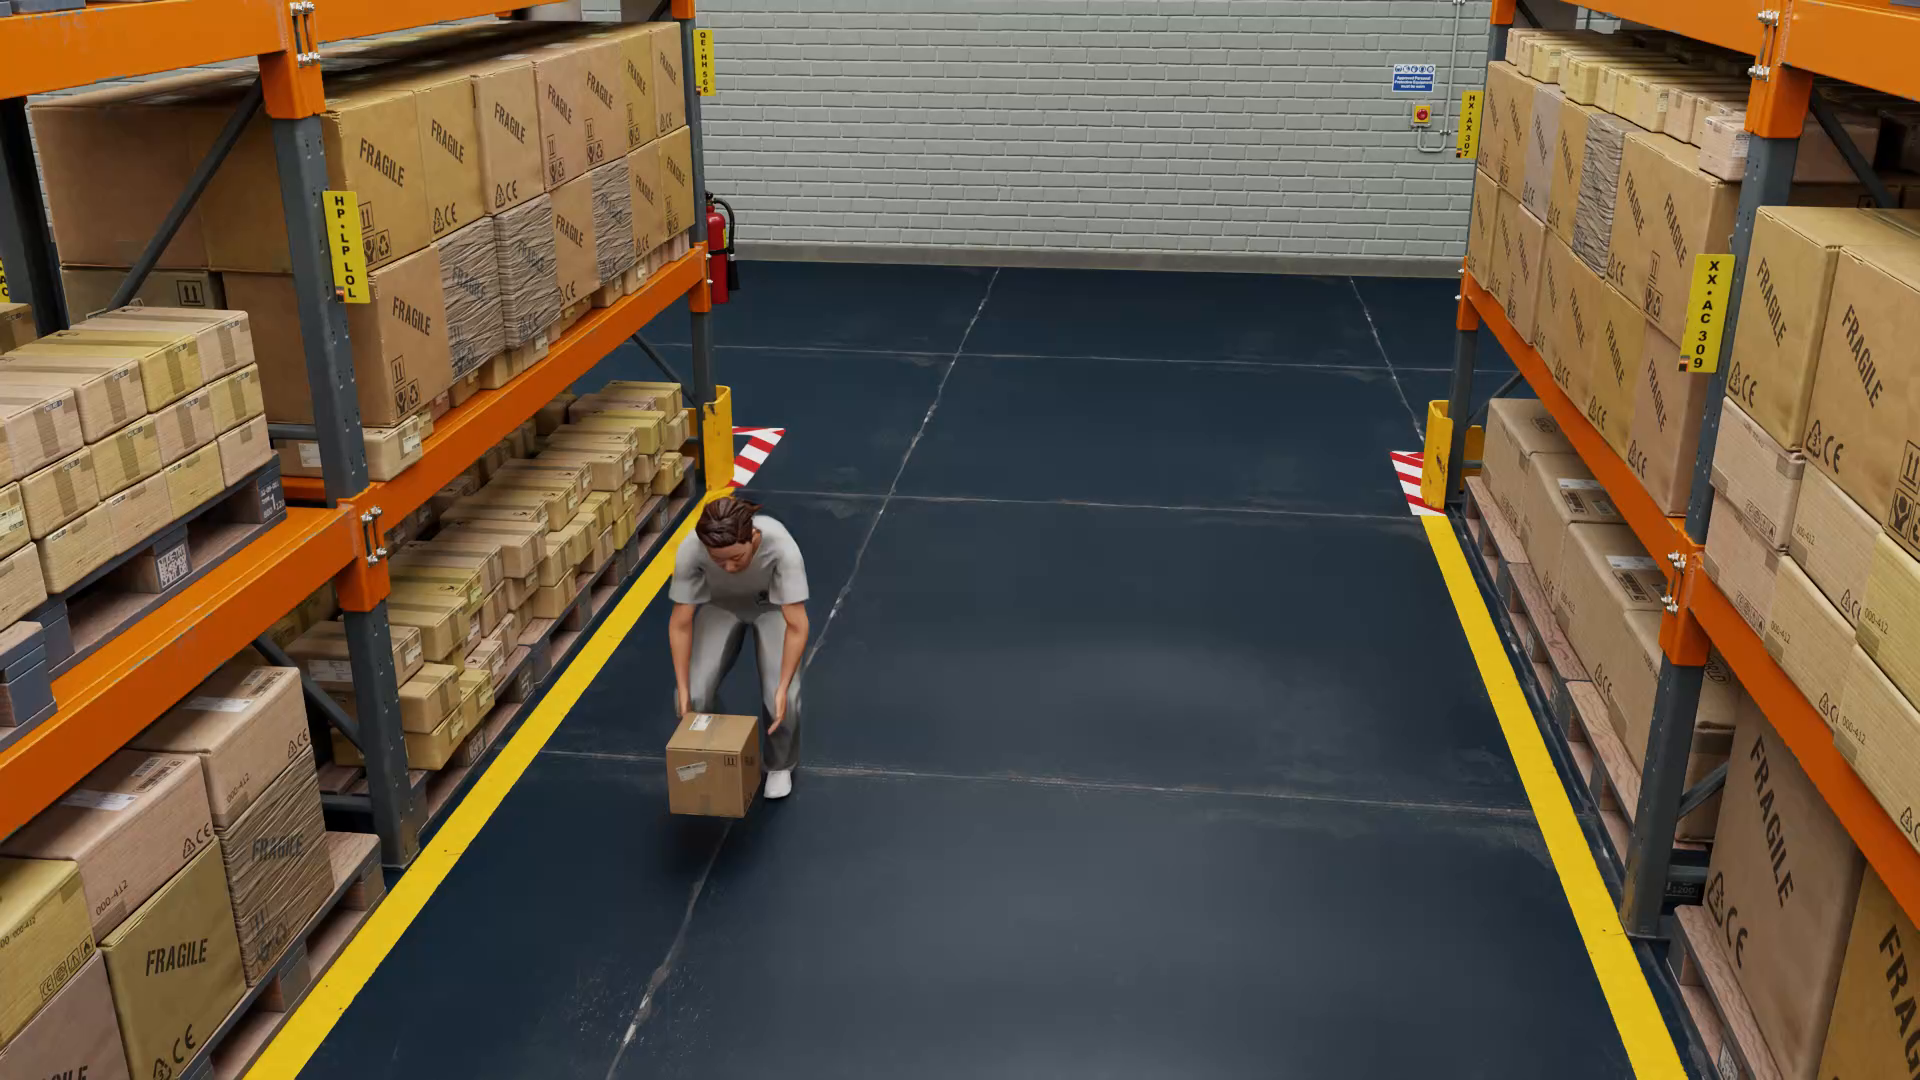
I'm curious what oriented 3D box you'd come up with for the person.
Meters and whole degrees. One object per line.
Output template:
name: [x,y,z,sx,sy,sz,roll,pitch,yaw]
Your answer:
person: [-0.745,0.344,5.833,0.496,1.221,0.716,2,21,6]
